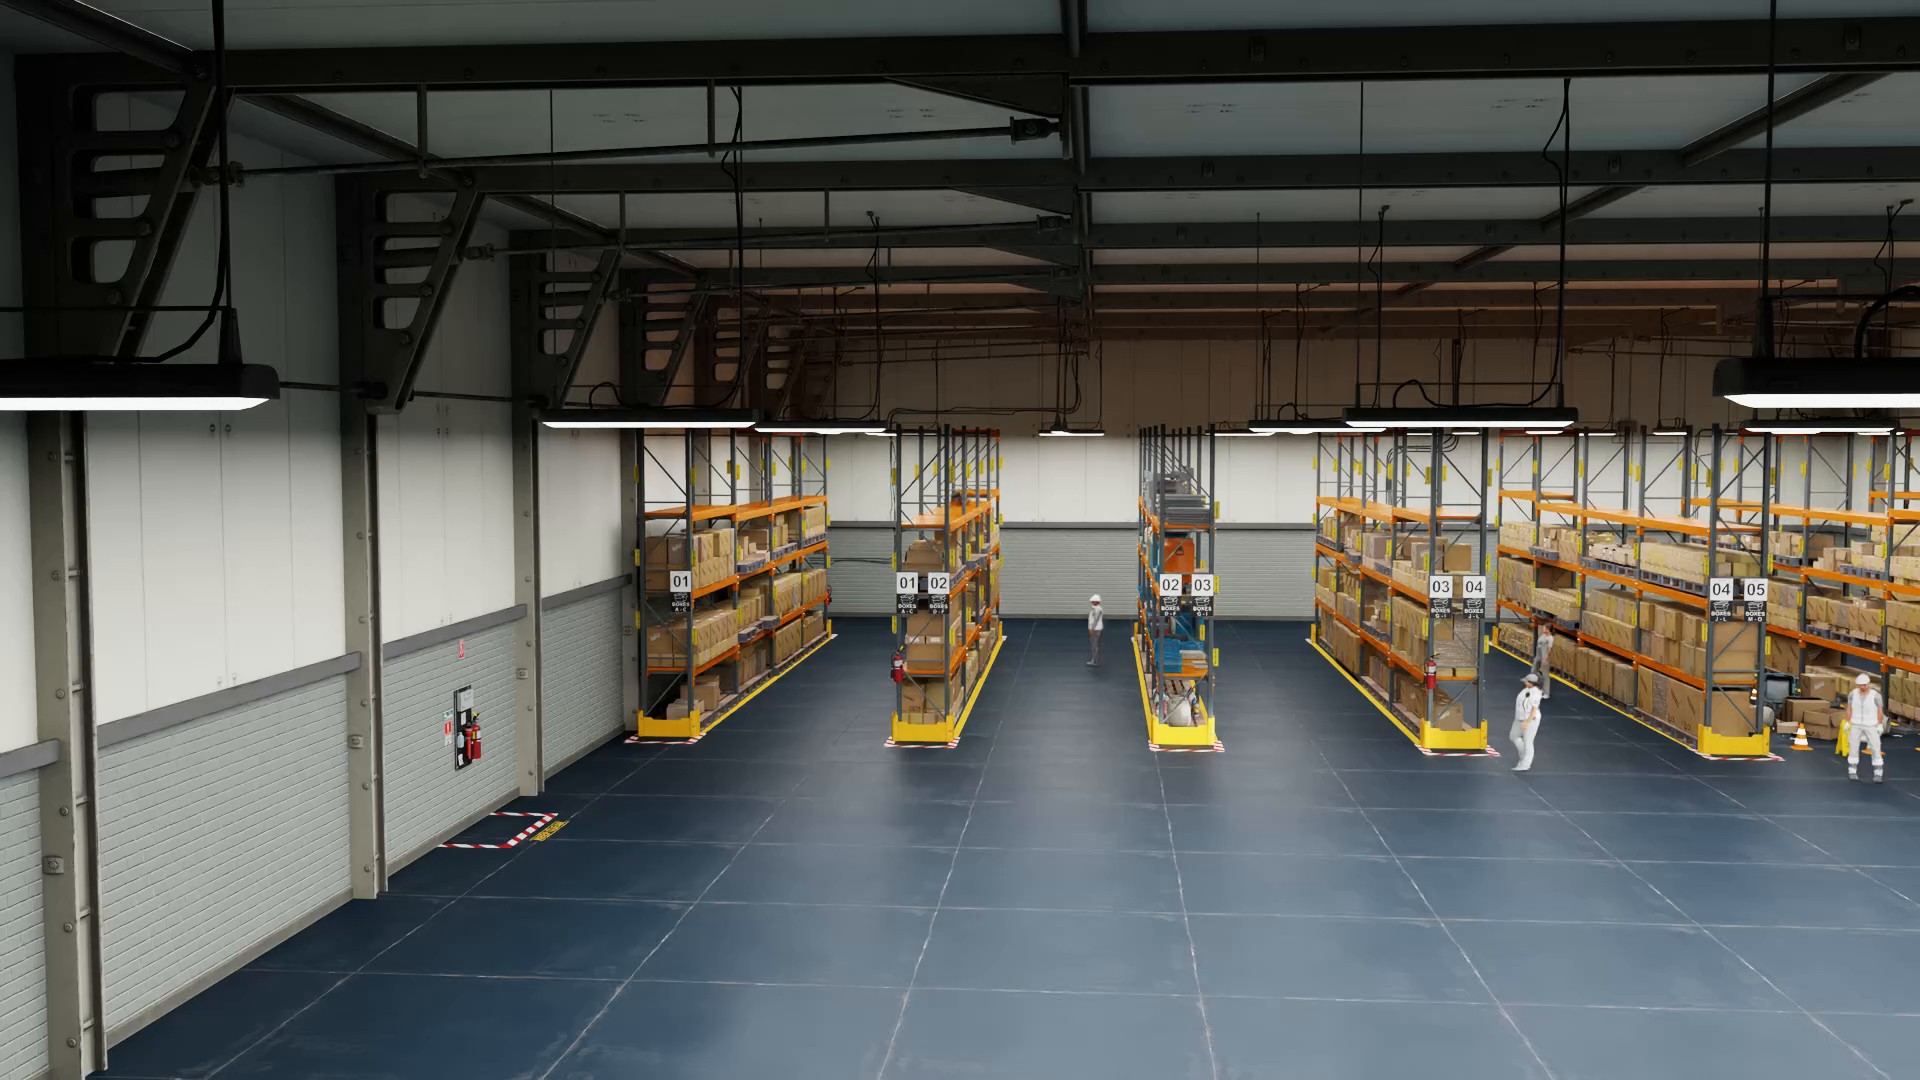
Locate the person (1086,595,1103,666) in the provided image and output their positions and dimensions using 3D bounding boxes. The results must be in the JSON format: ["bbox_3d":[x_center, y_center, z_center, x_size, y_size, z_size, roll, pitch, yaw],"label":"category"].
[{"bbox_3d":[3.399,2.275,41.958,0.404,1.782,0.545,1,4,9],"label":"person"}]

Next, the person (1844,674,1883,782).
[{"bbox_3d":[15.159,3.128,27.885,0.614,1.783,0.399,3,4,39],"label":"person"}]

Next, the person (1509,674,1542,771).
[{"bbox_3d":[9.779,3.147,28.826,0.492,1.678,0.557,-1,4,-18],"label":"person"}]

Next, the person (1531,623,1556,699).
[{"bbox_3d":[12.907,2.650,36.760,0.426,1.669,0.546,-1,4,-18],"label":"person"}]
